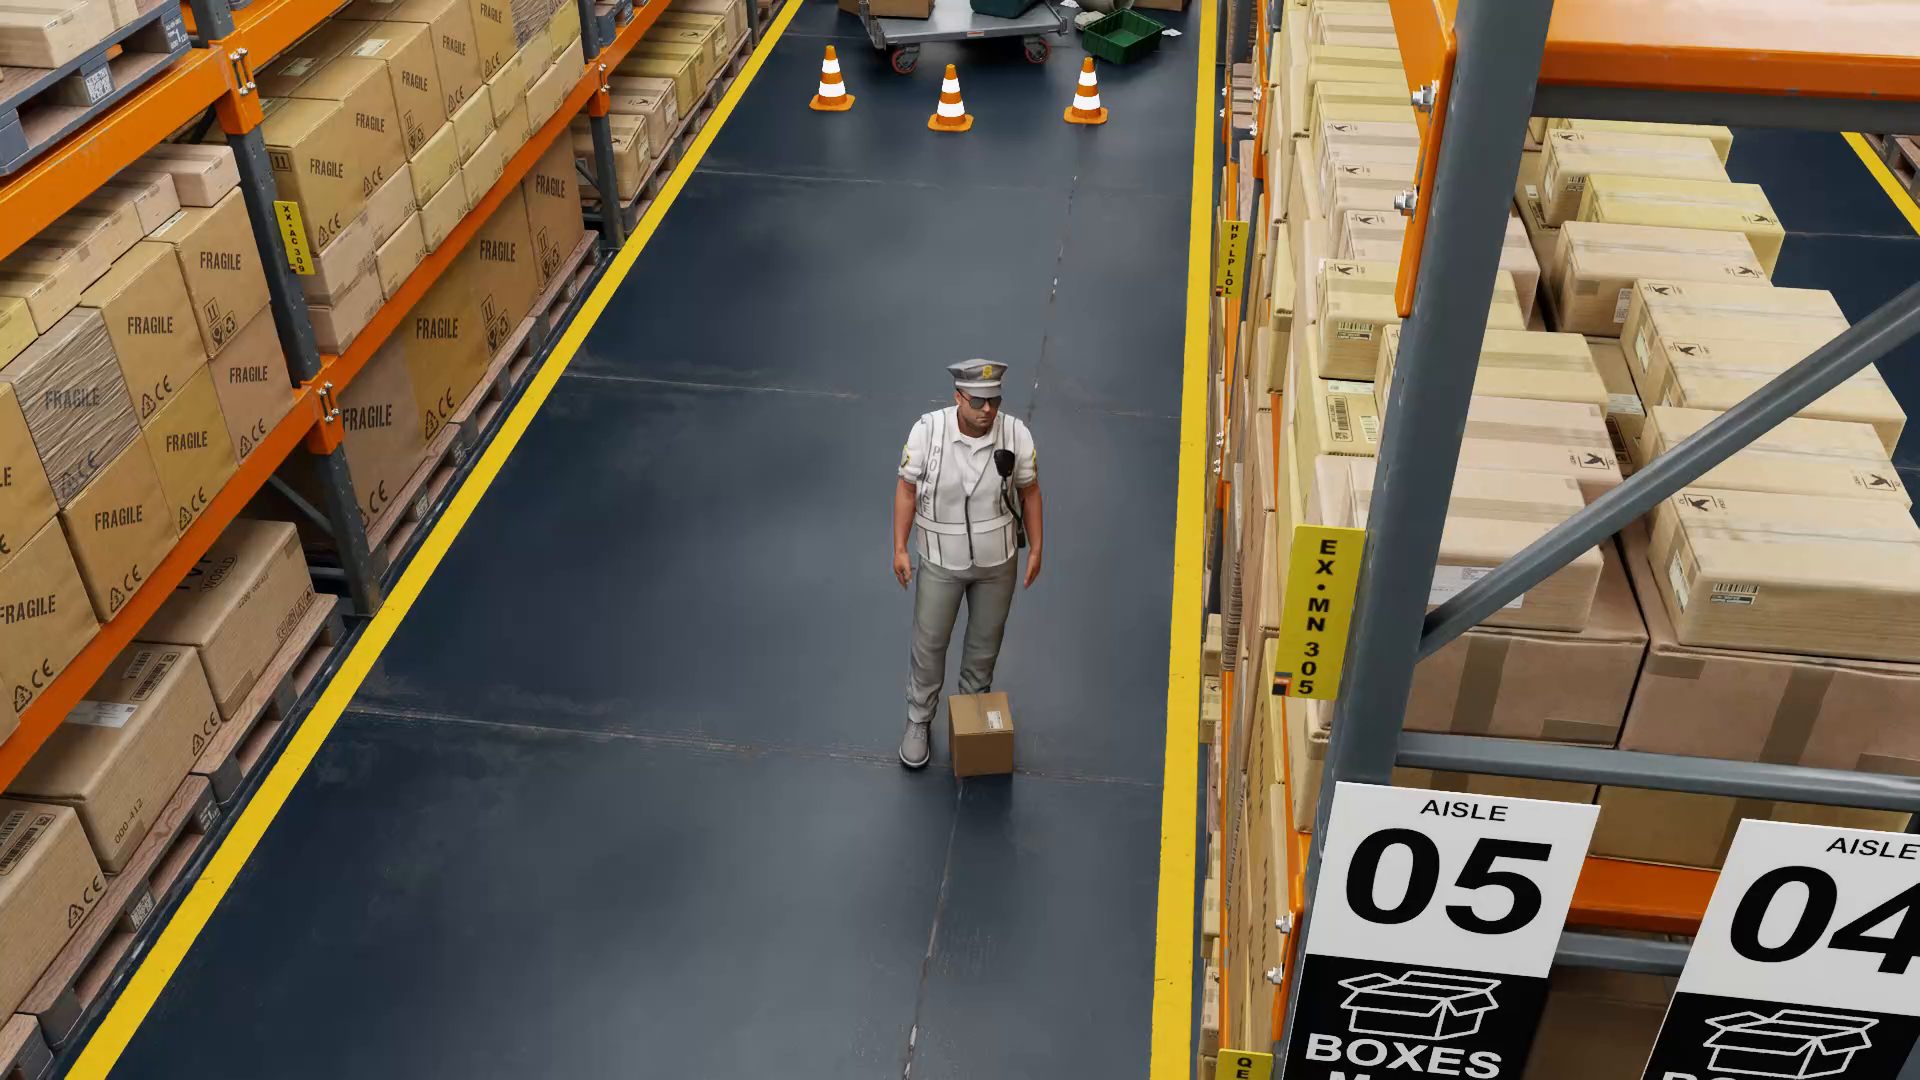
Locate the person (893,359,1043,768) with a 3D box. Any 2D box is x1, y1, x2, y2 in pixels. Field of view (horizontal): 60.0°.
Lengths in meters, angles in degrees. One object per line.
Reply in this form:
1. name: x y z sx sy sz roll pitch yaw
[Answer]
1. person: 0.036 0.086 6.874 0.641 1.781 0.573 -4 36 -5
